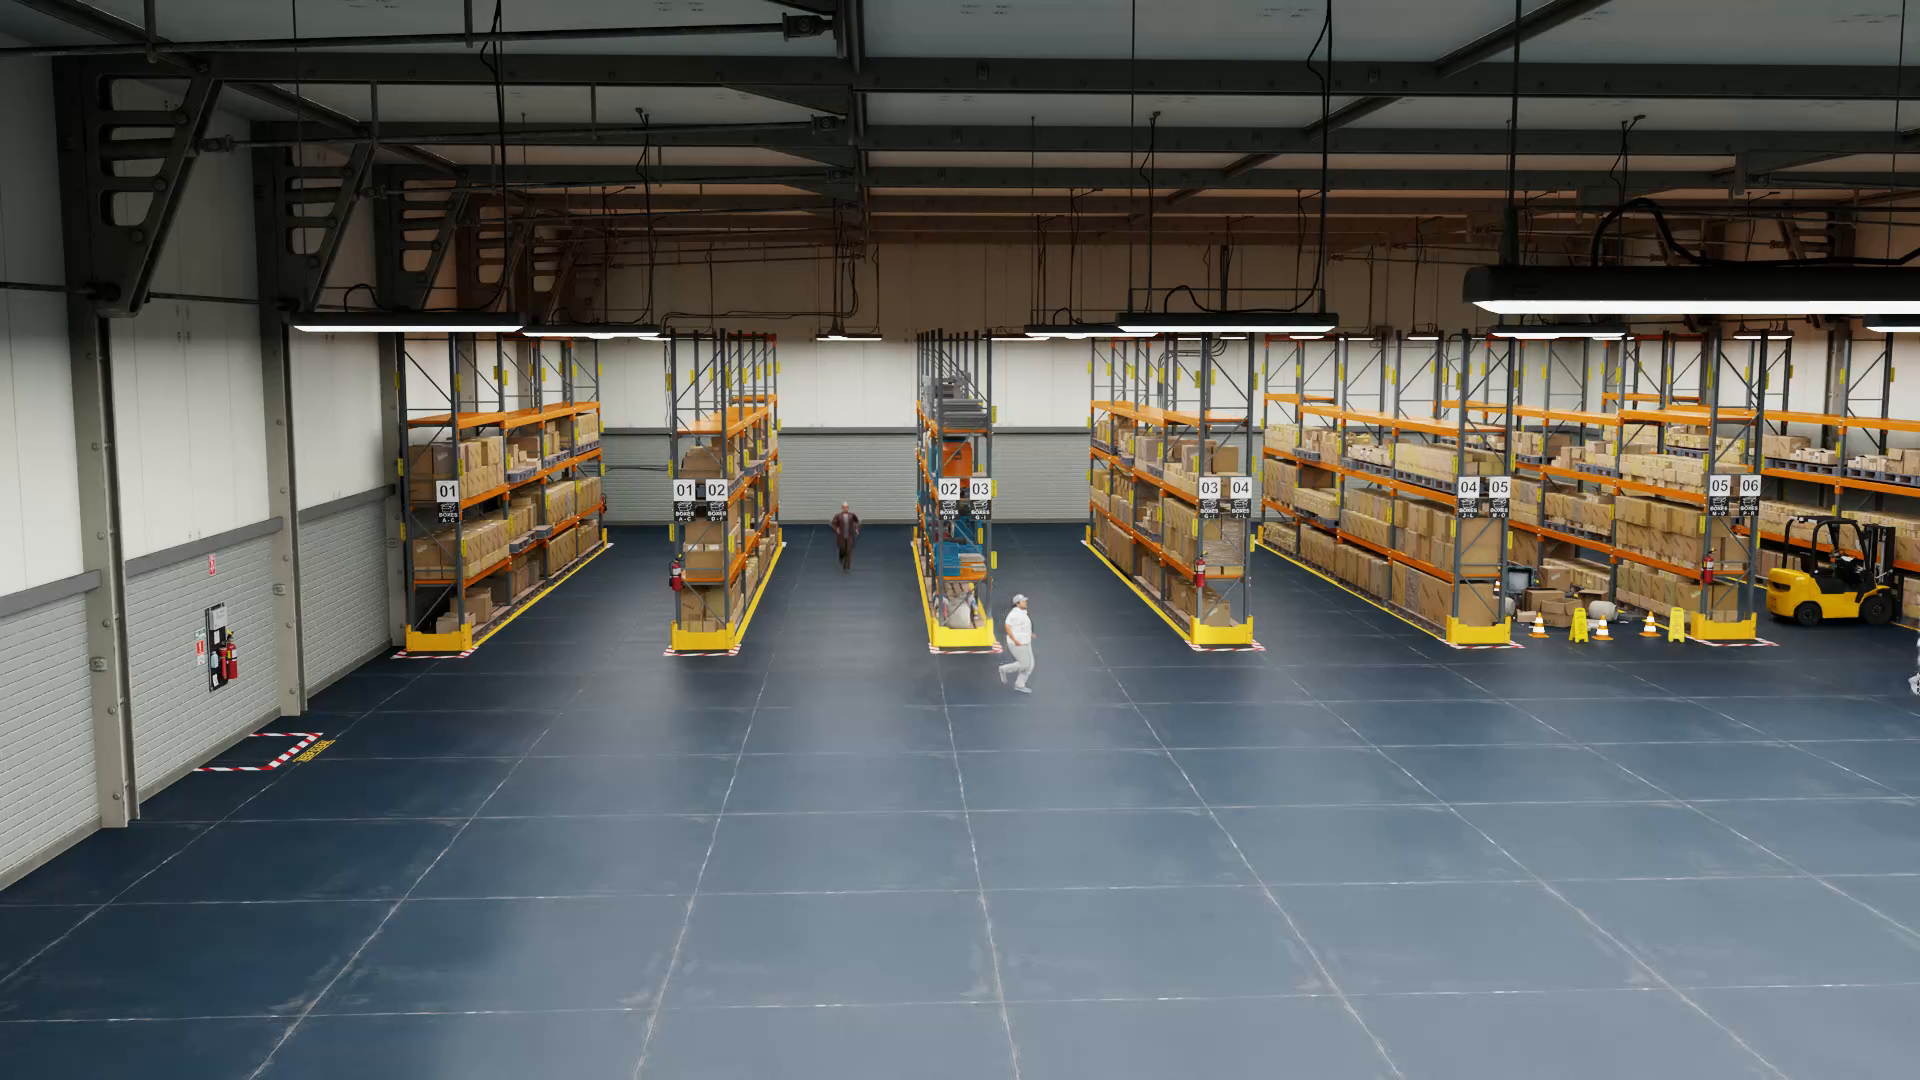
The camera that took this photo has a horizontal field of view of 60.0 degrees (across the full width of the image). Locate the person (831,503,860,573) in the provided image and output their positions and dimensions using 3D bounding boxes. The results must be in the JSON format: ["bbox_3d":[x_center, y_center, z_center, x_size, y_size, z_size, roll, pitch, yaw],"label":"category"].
[{"bbox_3d":[-2.864,-0.059,41.790,0.720,1.751,1.014,-1,7,-8],"label":"person"}]

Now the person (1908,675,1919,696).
[{"bbox_3d":[15.540,1.767,26.293,0.707,1.766,0.901,-6,9,-39],"label":"person"}]

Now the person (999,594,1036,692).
[{"bbox_3d":[0.949,1.703,27.443,0.549,1.632,0.645,3,7,23],"label":"person"}]
